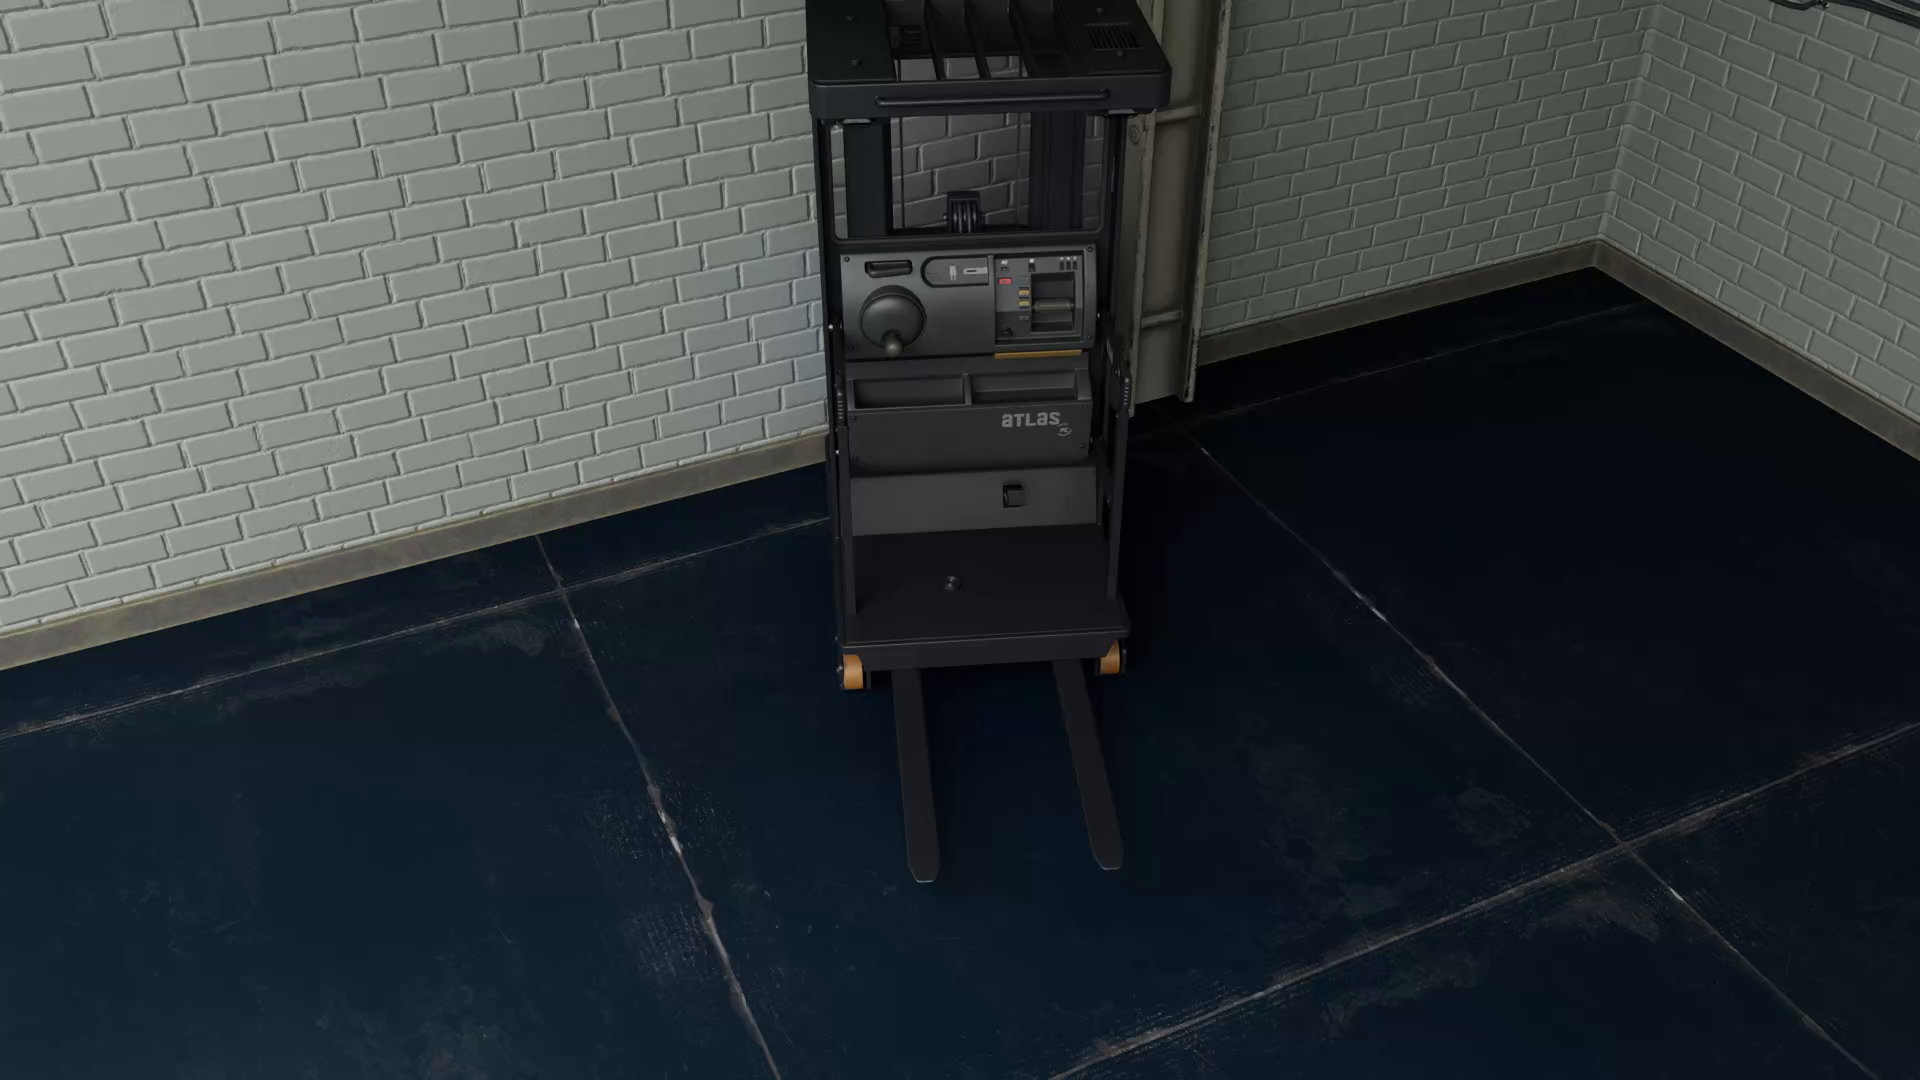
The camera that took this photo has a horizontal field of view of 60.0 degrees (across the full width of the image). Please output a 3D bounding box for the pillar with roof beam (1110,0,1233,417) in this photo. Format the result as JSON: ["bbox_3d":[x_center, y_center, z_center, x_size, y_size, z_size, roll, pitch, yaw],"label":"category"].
[{"bbox_3d":[2.739,-2.014,2.411,0.400,9.000,9.100,-16,39,-20],"label":"pillar with roof beam"}]

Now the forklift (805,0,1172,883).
[{"bbox_3d":[0.056,-0.806,5.877,1.130,2.935,3.031,-3,37,-4],"label":"forklift"}]
